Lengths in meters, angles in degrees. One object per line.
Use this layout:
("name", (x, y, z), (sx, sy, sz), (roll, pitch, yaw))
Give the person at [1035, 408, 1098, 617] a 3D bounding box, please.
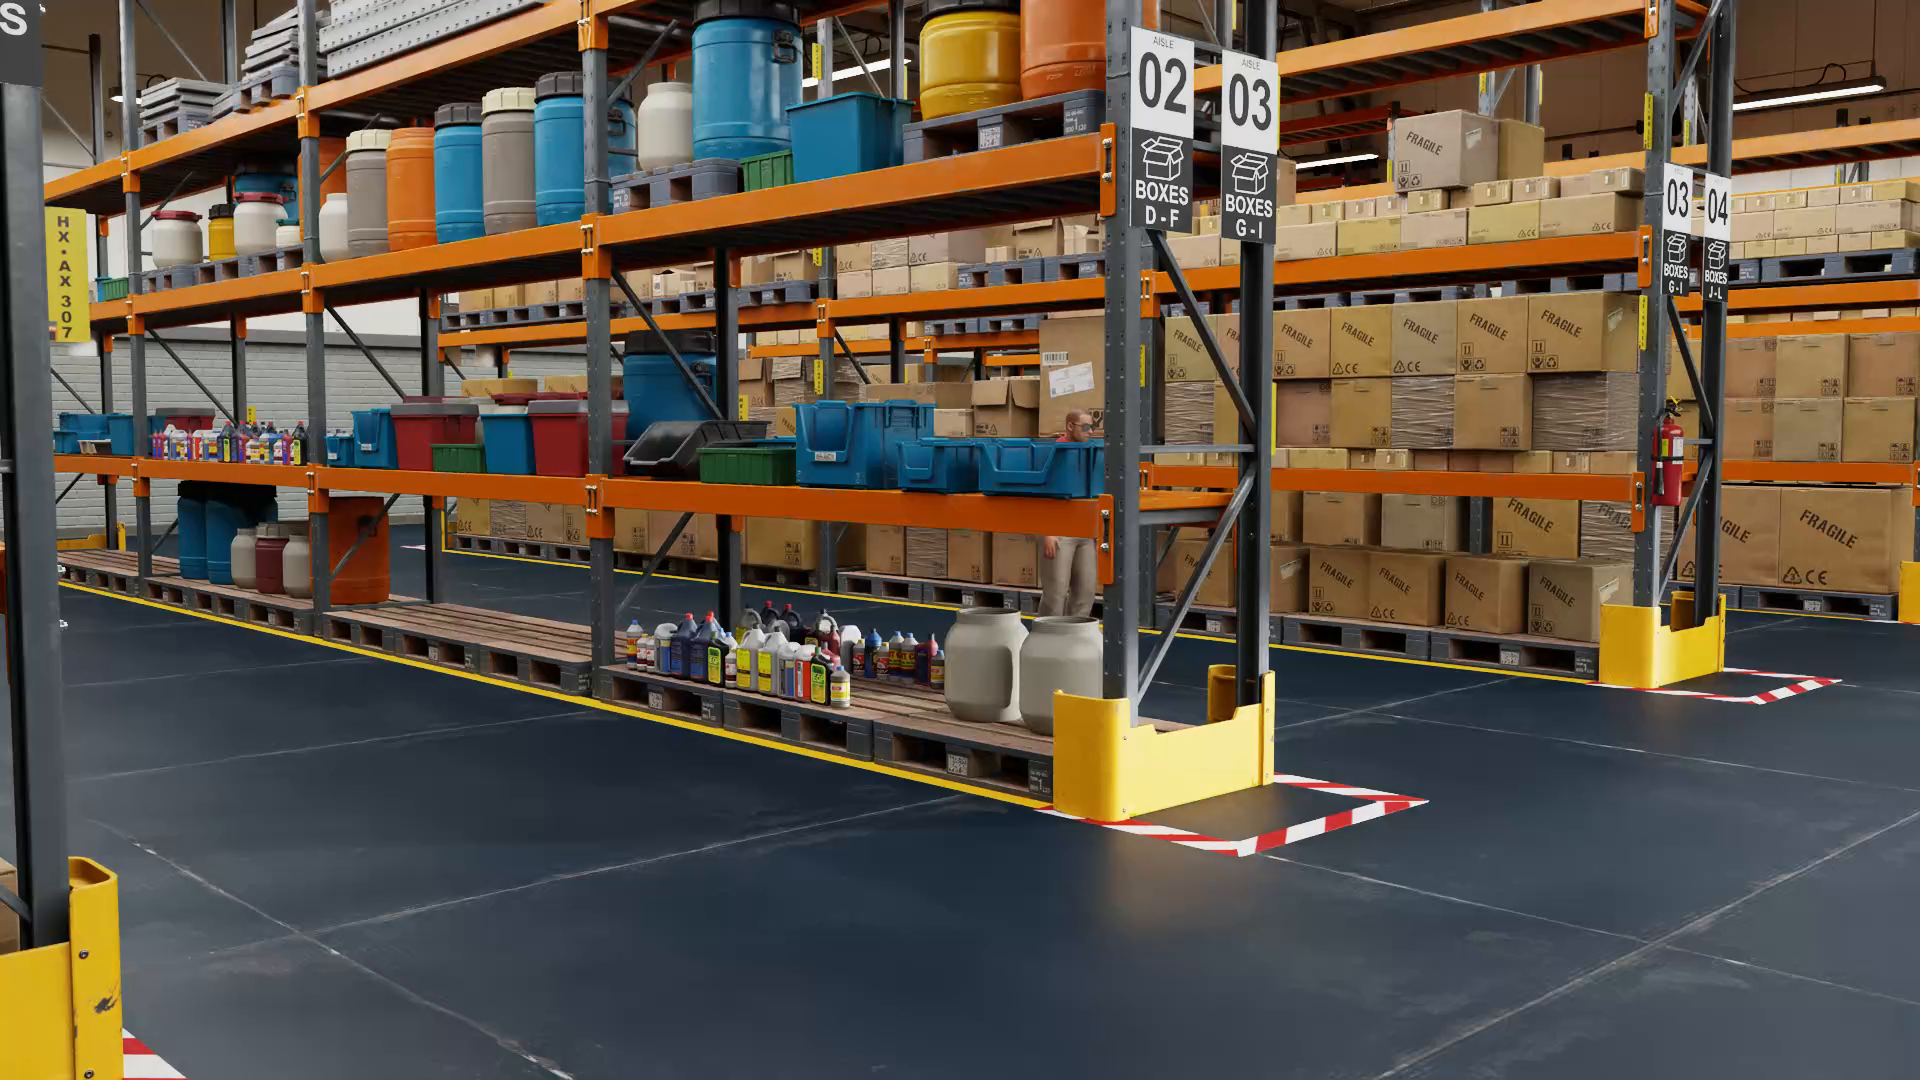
("person", (0.735, -0.024, 11.232), (0.587, 1.726, 0.389), (-4, 5, -44))
